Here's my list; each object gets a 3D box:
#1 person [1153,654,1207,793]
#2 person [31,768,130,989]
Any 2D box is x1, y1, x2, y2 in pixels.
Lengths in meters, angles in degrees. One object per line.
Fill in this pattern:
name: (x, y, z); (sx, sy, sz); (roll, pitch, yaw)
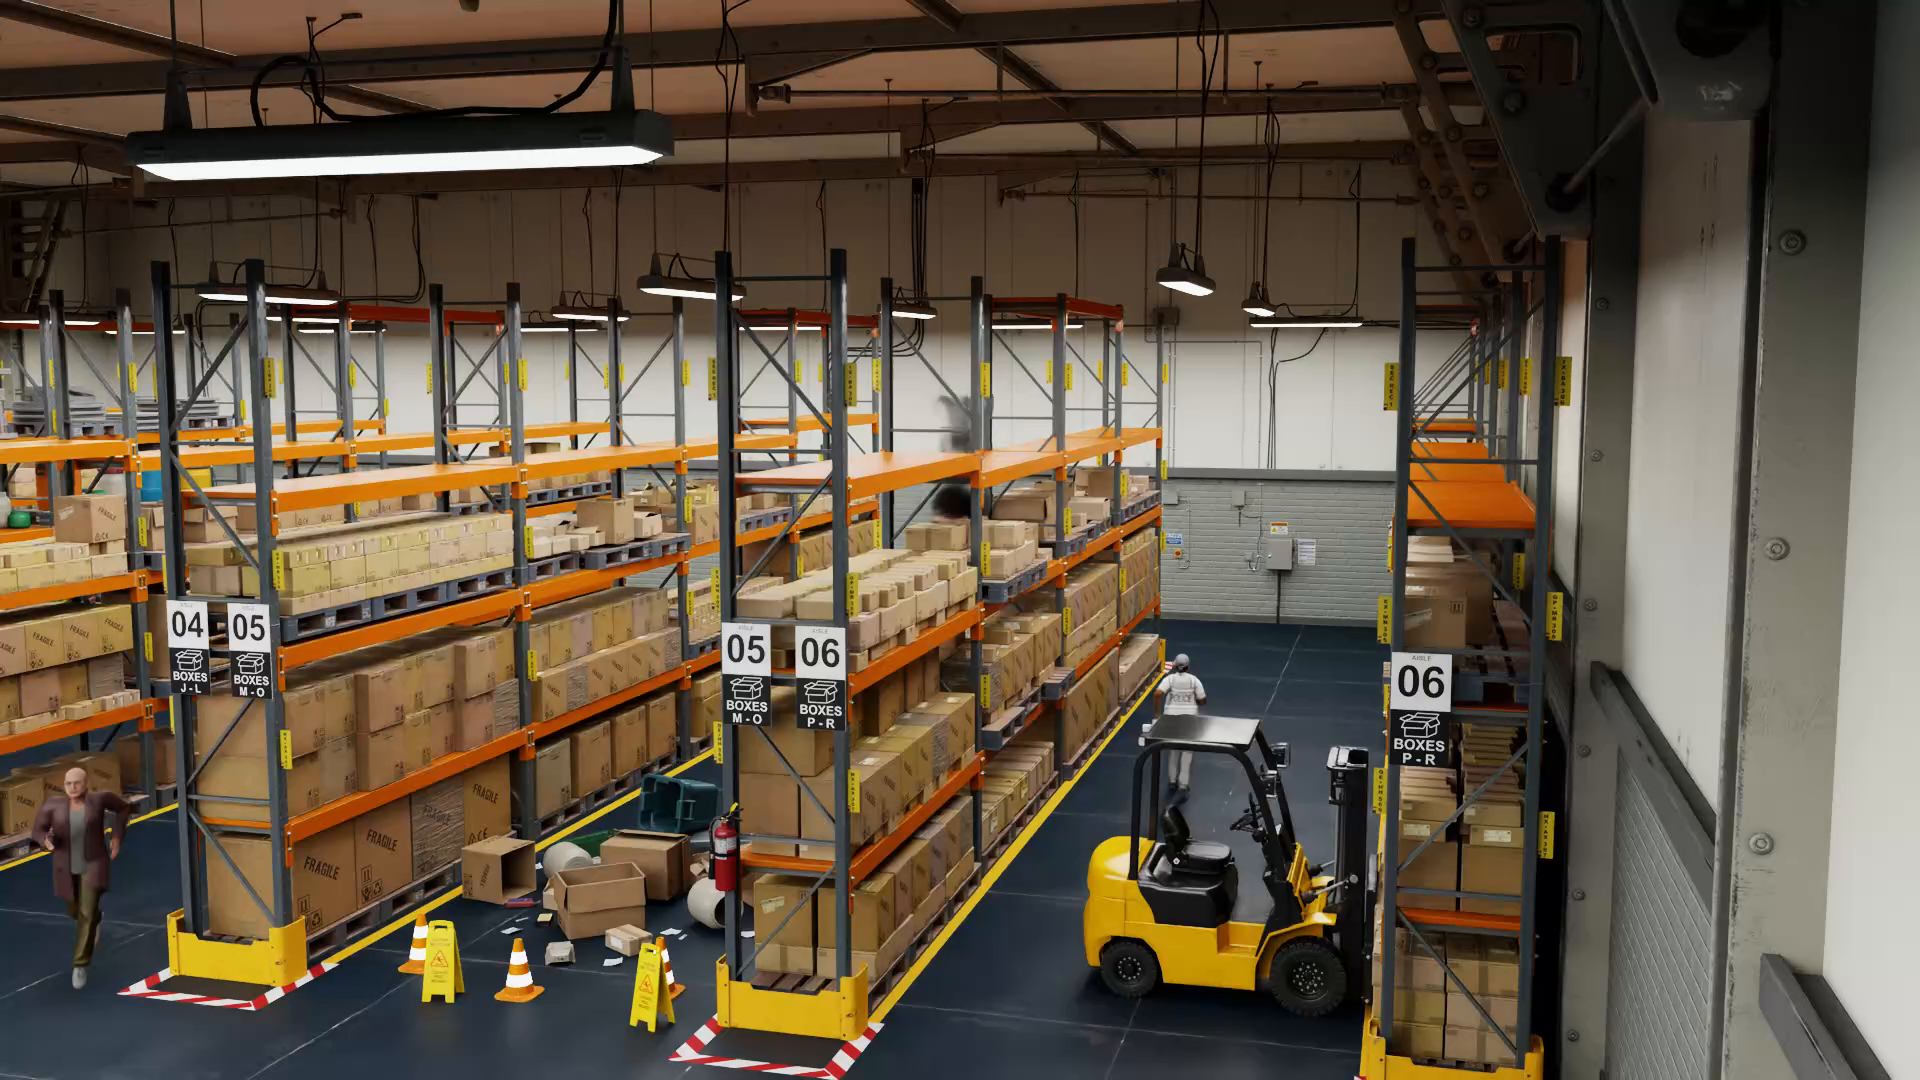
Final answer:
person: (2.647, 2.244, 19.994); (0.616, 1.743, 0.751); (1, 6, 14)
person: (-7.496, 2.804, 14.216); (0.723, 1.801, 1.090); (-2, 6, -16)
